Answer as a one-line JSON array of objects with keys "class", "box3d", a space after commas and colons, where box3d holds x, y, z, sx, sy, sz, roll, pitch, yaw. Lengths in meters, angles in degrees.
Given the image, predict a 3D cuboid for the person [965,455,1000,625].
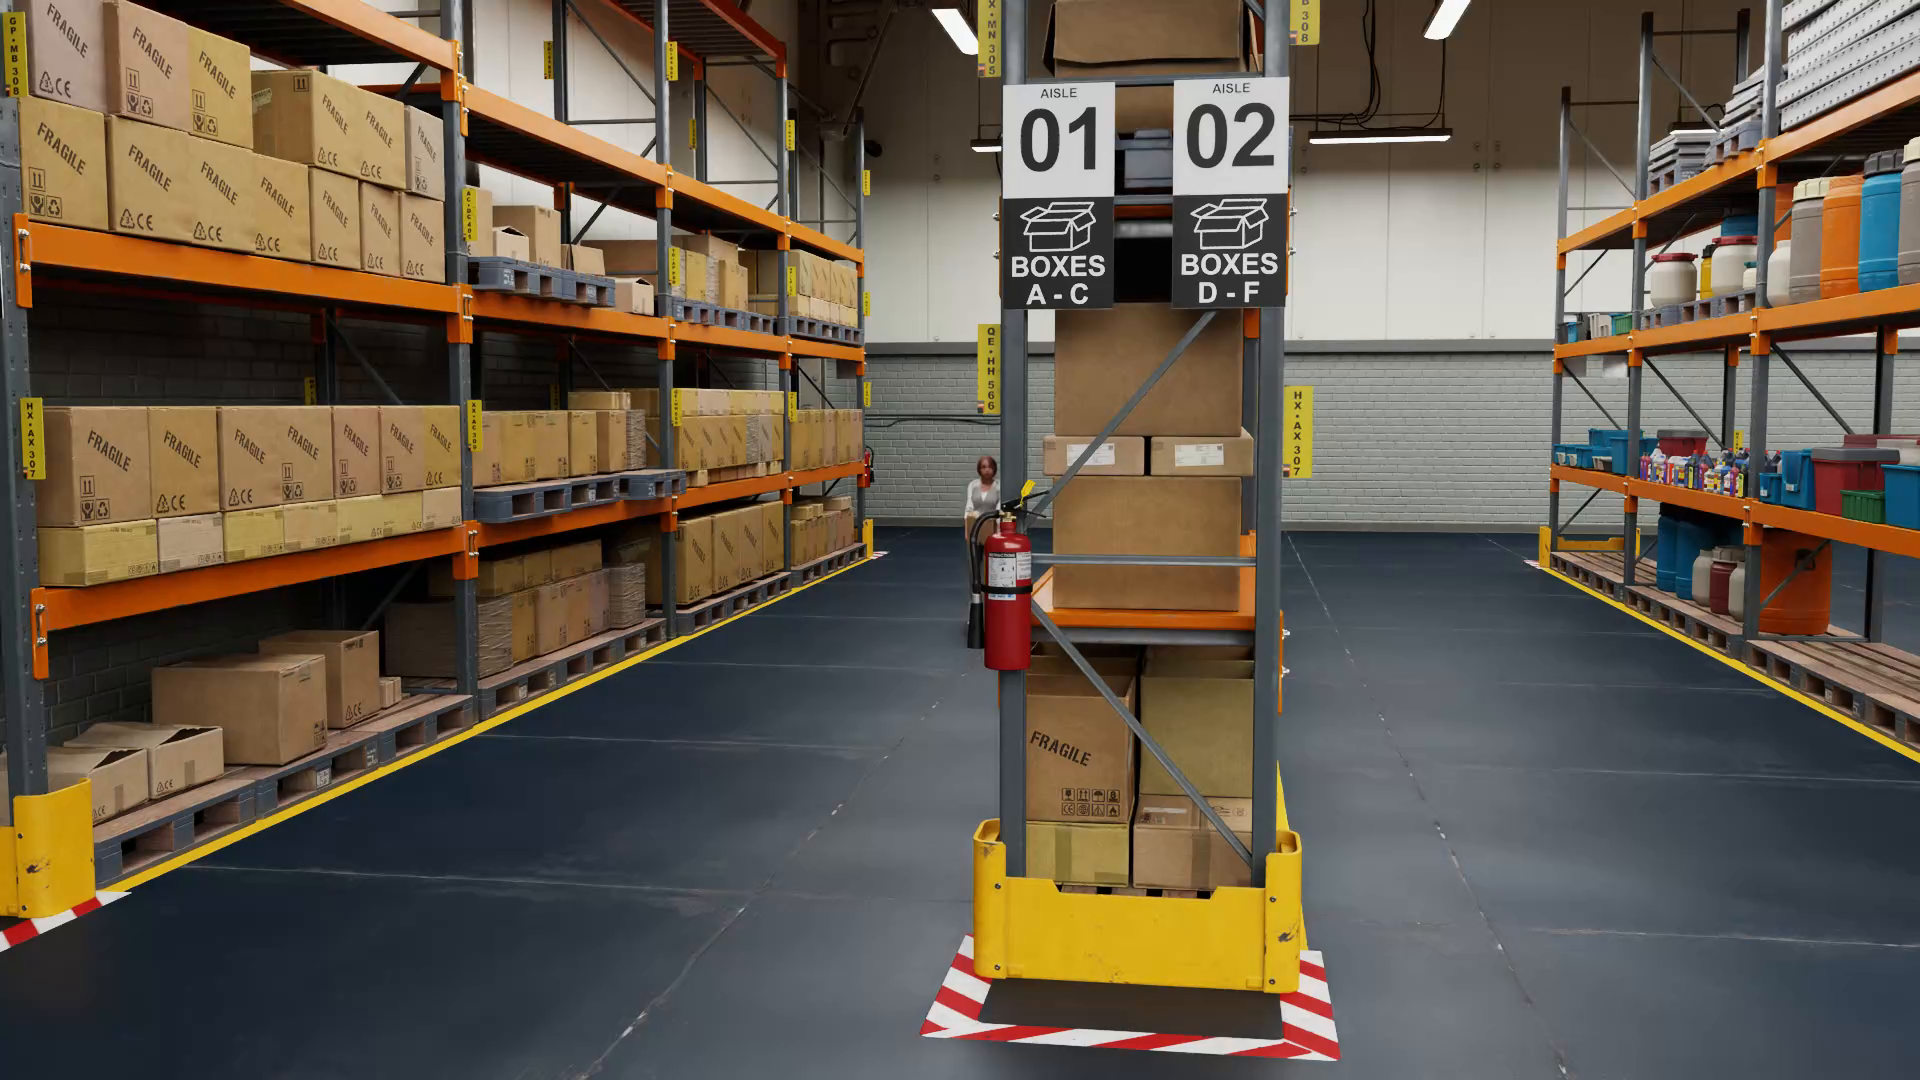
[{"class": "person", "box3d": [0.235, 0.015, 15.559, 0.375, 1.585, 0.502, 1, 5, 8]}]
